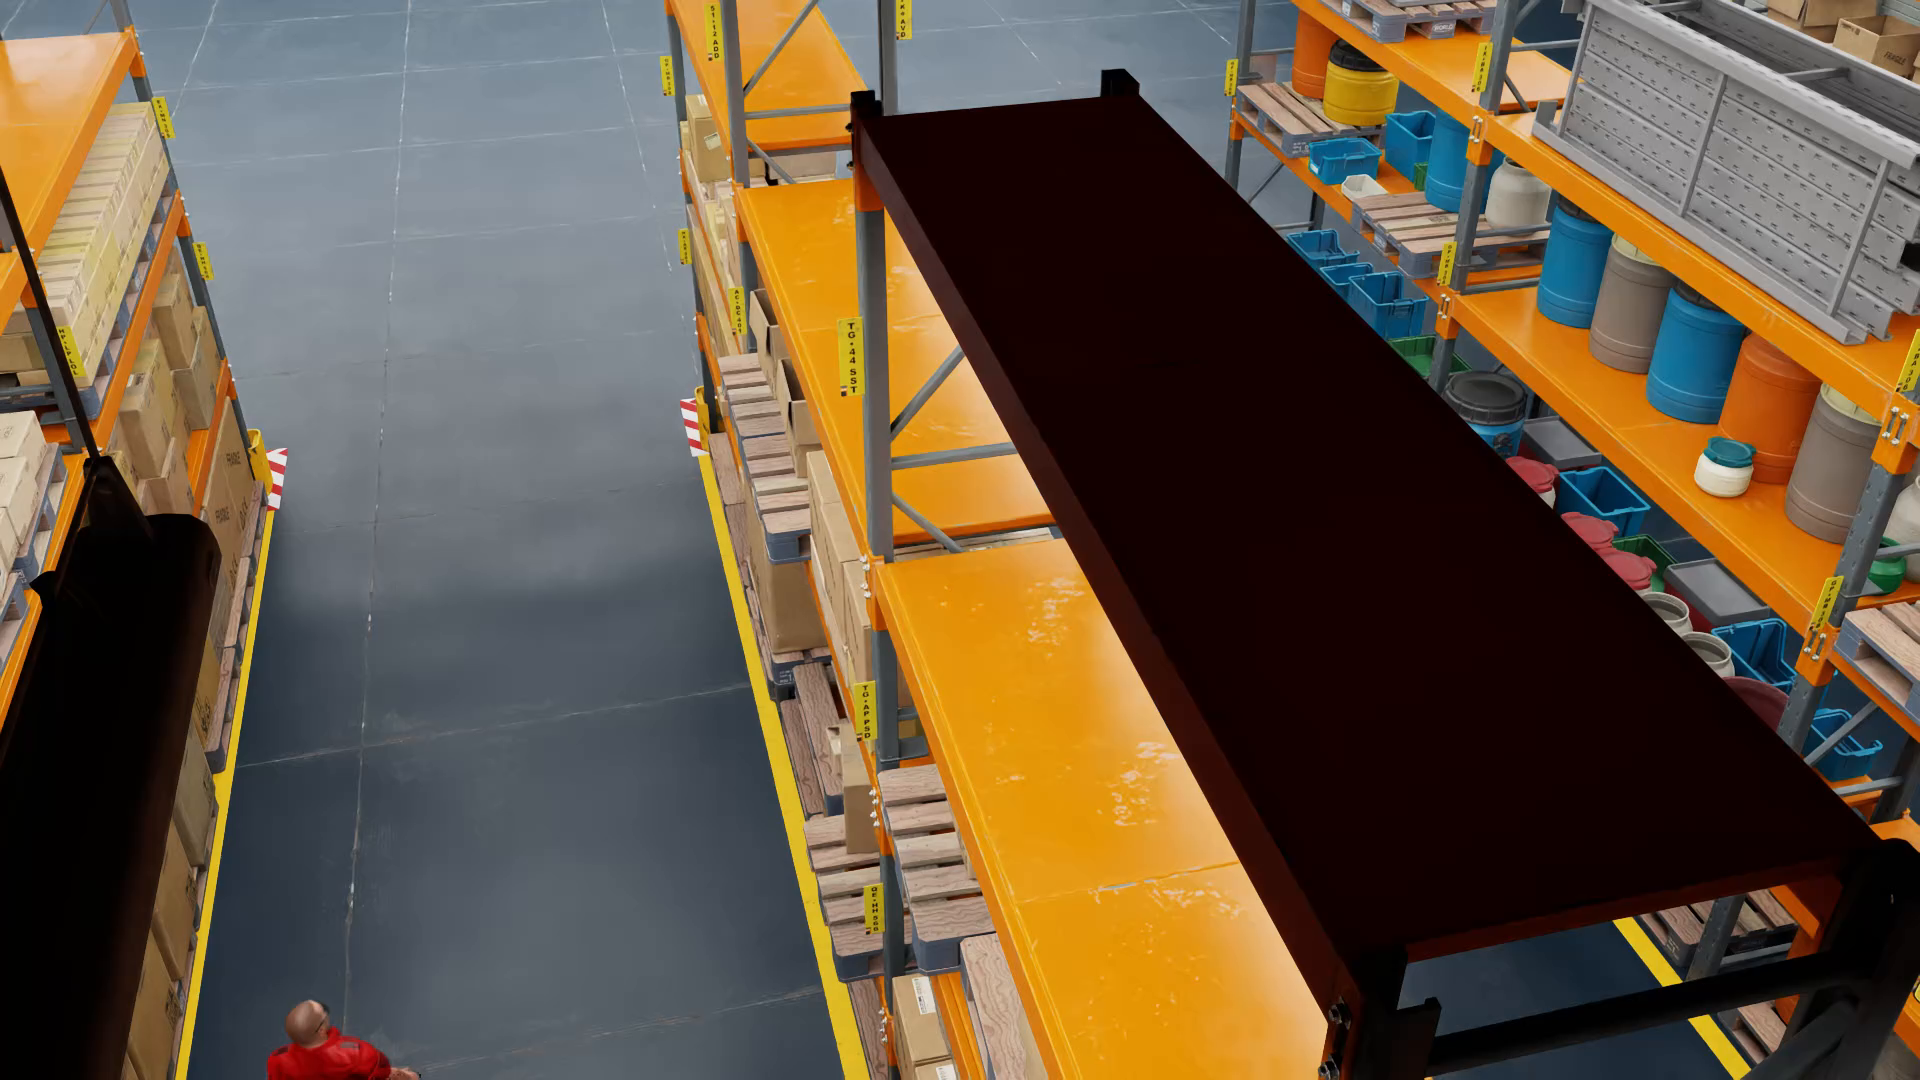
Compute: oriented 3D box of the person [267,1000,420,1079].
[{"bbox_3d":[-3.080,2.844,8.426,0.634,1.665,1.038,-5,35,-8],"label":"person"}]
